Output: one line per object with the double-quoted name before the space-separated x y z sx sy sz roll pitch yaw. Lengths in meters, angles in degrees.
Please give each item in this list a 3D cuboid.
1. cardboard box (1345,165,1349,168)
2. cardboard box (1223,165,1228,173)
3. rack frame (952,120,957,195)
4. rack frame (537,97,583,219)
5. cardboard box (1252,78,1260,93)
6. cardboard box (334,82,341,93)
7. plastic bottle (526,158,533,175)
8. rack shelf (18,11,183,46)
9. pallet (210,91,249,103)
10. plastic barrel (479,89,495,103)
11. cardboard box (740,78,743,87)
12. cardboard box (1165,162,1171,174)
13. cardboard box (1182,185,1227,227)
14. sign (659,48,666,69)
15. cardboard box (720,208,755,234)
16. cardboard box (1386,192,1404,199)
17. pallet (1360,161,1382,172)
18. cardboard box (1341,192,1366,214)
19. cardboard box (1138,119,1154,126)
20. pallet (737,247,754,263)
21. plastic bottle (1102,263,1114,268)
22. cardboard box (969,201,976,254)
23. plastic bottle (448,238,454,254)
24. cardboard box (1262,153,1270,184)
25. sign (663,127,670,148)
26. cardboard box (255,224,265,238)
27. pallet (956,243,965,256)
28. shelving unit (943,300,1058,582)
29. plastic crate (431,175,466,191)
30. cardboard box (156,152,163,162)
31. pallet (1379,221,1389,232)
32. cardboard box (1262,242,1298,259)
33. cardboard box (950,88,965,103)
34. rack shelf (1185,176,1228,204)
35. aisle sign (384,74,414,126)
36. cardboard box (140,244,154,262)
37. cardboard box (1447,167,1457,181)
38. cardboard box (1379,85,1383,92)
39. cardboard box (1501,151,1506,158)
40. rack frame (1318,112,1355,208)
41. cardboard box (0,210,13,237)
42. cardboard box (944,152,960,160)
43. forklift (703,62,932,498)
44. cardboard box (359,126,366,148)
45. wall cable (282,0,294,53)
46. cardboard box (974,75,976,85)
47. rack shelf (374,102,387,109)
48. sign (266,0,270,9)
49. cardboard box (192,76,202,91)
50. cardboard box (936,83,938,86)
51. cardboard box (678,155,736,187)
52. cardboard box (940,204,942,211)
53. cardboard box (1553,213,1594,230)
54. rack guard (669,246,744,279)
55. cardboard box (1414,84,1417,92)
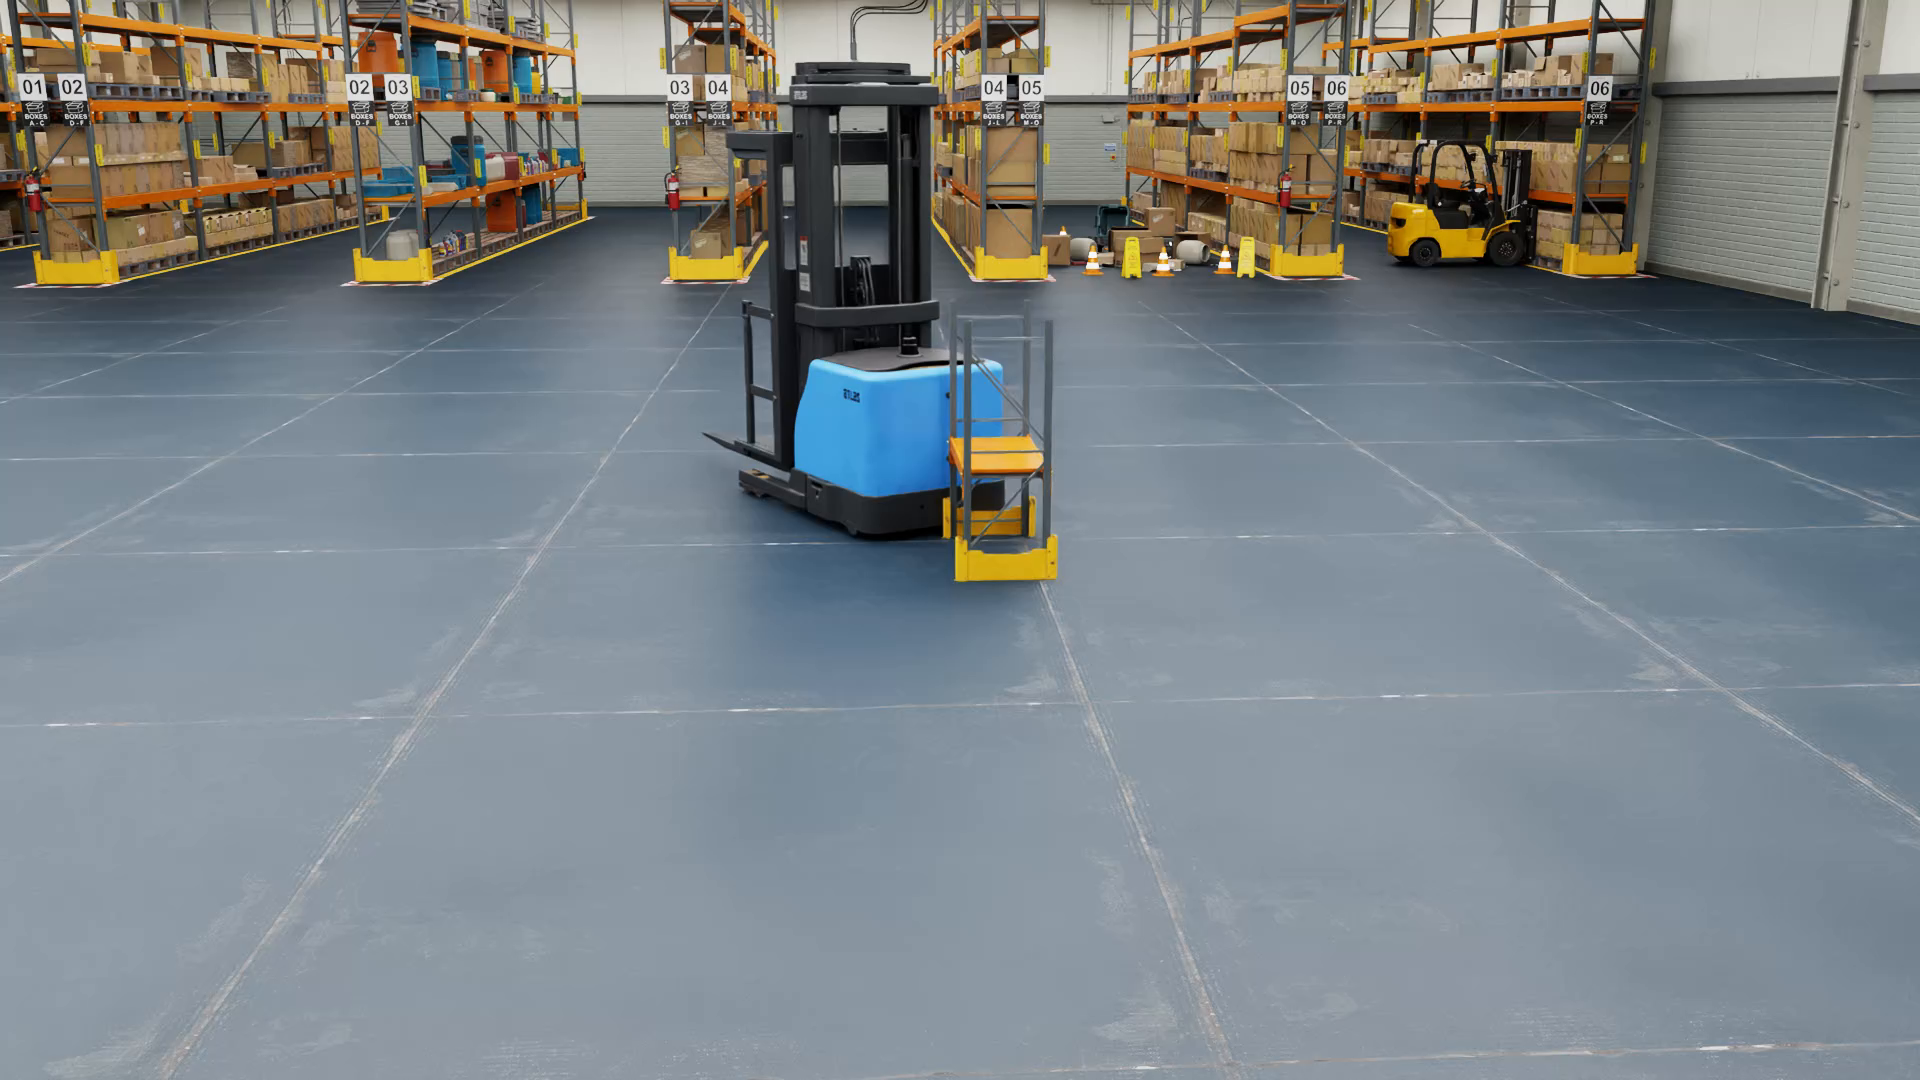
"cardboard box" 9.598 -9.128 40.489 0.380 0.149 0.250 -1 14 -4
"cardboard box" 5.215 -7.056 31.590 0.380 0.149 0.250 -1 14 -3
"rack frame" 0.340 -7.743 34.602 1.000 3.000 0.127 -1 14 -3
"rack frame" -10.056 -9.605 41.838 1.000 3.000 0.127 -1 14 -3
"cardboard box" 5.369 -7.882 28.826 0.500 0.250 0.500 -1 14 -3
"cardboard box" -14.567 -10.406 38.228 0.500 0.250 0.500 -1 14 -3
"plastic bottle" -9.356 -8.089 36.044 0.144 0.351 0.185 -1 14 -3
"rack shelf" -14.132 -8.411 27.404 1.077 0.370 4.000 -1 14 -3
"pallet" -14.301 -8.456 31.730 1.003 0.211 1.213 0 14 -1
"plastic barrel" -9.248 -8.688 32.533 0.301 0.262 0.301 0 14 0
"cardboard box" -3.990 -7.997 29.068 0.380 0.149 0.250 -1 14 -5
"cardboard box" 4.862 -8.273 36.960 0.500 0.250 0.500 -1 14 -4
"cardboard box" 5.314 -7.192 35.882 0.875 0.875 0.875 -1 14 -4
"sign" -4.676 -7.580 26.171 0.100 0.325 0.005 -1 14 -3
"cardboard box" -4.555 -6.528 34.012 0.700 0.500 0.500 -2 15 -6
"cardboard box" 9.881 -7.807 37.722 0.380 0.149 0.250 0 14 -1
"pallet" 9.921 -8.624 38.409 1.003 0.211 1.213 -1 14 -3
"cardboard box" 9.754 -8.280 40.861 0.700 0.500 0.500 -1 14 -6
"cardboard box" 4.590 -10.266 40.897 0.380 0.149 0.250 -1 14 -3
"pallet" -4.292 -5.180 30.236 1.003 0.211 1.213 -1 14 -3
"plastic bottle" 2.580 -4.816 29.120 0.133 0.061 0.283 -6 16 -23
"cardboard box" 0.617 -5.541 29.465 0.875 0.875 0.875 -1 14 -3
"plastic bottle" -8.906 -5.134 29.052 0.097 0.271 0.097 0 14 0
"cardboard box" 5.435 -6.303 28.207 0.500 0.500 0.500 -1 14 -3
"sign" -4.676 -6.413 26.472 0.100 0.325 0.005 -1 14 -3
"cardboard box" -14.193 -6.156 33.110 0.500 0.250 0.500 -1 14 -4
"pallet" 0.465 -5.589 31.824 1.003 0.211 1.213 -1 14 -3
"shelving unit" 0.227 -0.624 9.942 0.587 1.500 1.083 -1 14 -5
"plastic crate" -8.973 -6.278 29.204 0.499 0.251 0.616 -1 14 -3
"cardboard box" -13.964 -6.590 28.618 0.380 0.149 0.250 -1 14 -4
"pallet" 10.147 -7.061 37.546 1.003 0.211 1.213 -1 14 -3
"cardboard box" 5.450 -4.930 28.343 0.500 0.250 0.500 -1 14 -4
"cardboard box" 0.051 -9.383 34.752 0.500 0.500 0.500 -1 14 -3
"rack shelf" 5.398 -6.999 33.153 1.077 0.370 4.000 -1 14 -3
"aisle sign" -8.768 -6.871 25.996 0.394 0.787 0.004 -1 14 -3
"cardboard box" -13.885 -4.808 27.867 0.500 0.250 0.500 -1 14 -3
"cardboard box" 10.107 -7.354 33.388 0.500 0.250 0.500 0 14 -2
"cardboard box" 9.668 -10.166 37.457 0.380 0.149 0.250 -1 14 -4
"cardboard box" 10.251 -7.143 30.764 0.380 0.149 0.250 -1 14 -2
"rack frame" 9.729 -9.912 43.031 0.949 2.616 0.053 -1 14 -3
"cardboard box" -19.351 -6.287 33.074 0.700 0.500 0.500 -1 14 -3
"cardboard box" -0.145 -8.085 34.994 0.380 0.149 0.250 -1 14 -2
"forklift" -0.909 -1.764 11.501 1.121 2.935 3.031 -9 17 -31
"cardboard box" -14.629 -9.701 40.004 0.500 0.500 0.500 0 14 -2
"wall cable" -17.237 -14.753 45.904 3.097 2.526 0.112 -1 14 -3
"cardboard box" 0.430 -7.603 27.499 0.380 0.149 0.250 -1 14 -3
"rack shelf" -9.188 -7.322 27.997 0.919 0.124 3.809 -1 14 -3
"sign" -15.295 -11.927 36.789 0.100 0.325 0.005 -1 14 -3
"cardboard box" -14.322 -8.418 30.664 0.500 0.250 0.500 -2 15 -9
"cardboard box" -0.302 -10.861 39.995 0.500 0.250 0.500 -1 14 -6
"cardboard box" -4.128 -6.032 27.153 0.875 0.500 0.500 -1 14 -3
"cardboard box" -0.274 -7.845 39.280 0.380 0.149 0.250 -2 15 -6
"cardboard box" 10.384 -5.399 28.157 0.500 0.250 0.500 0 14 -2
"rack guard" -4.126 -4.511 27.054 1.175 0.500 0.348 -1 14 -3
"cardboard box" 9.979 -9.711 35.729 0.380 0.149 0.250 -1 14 -2
